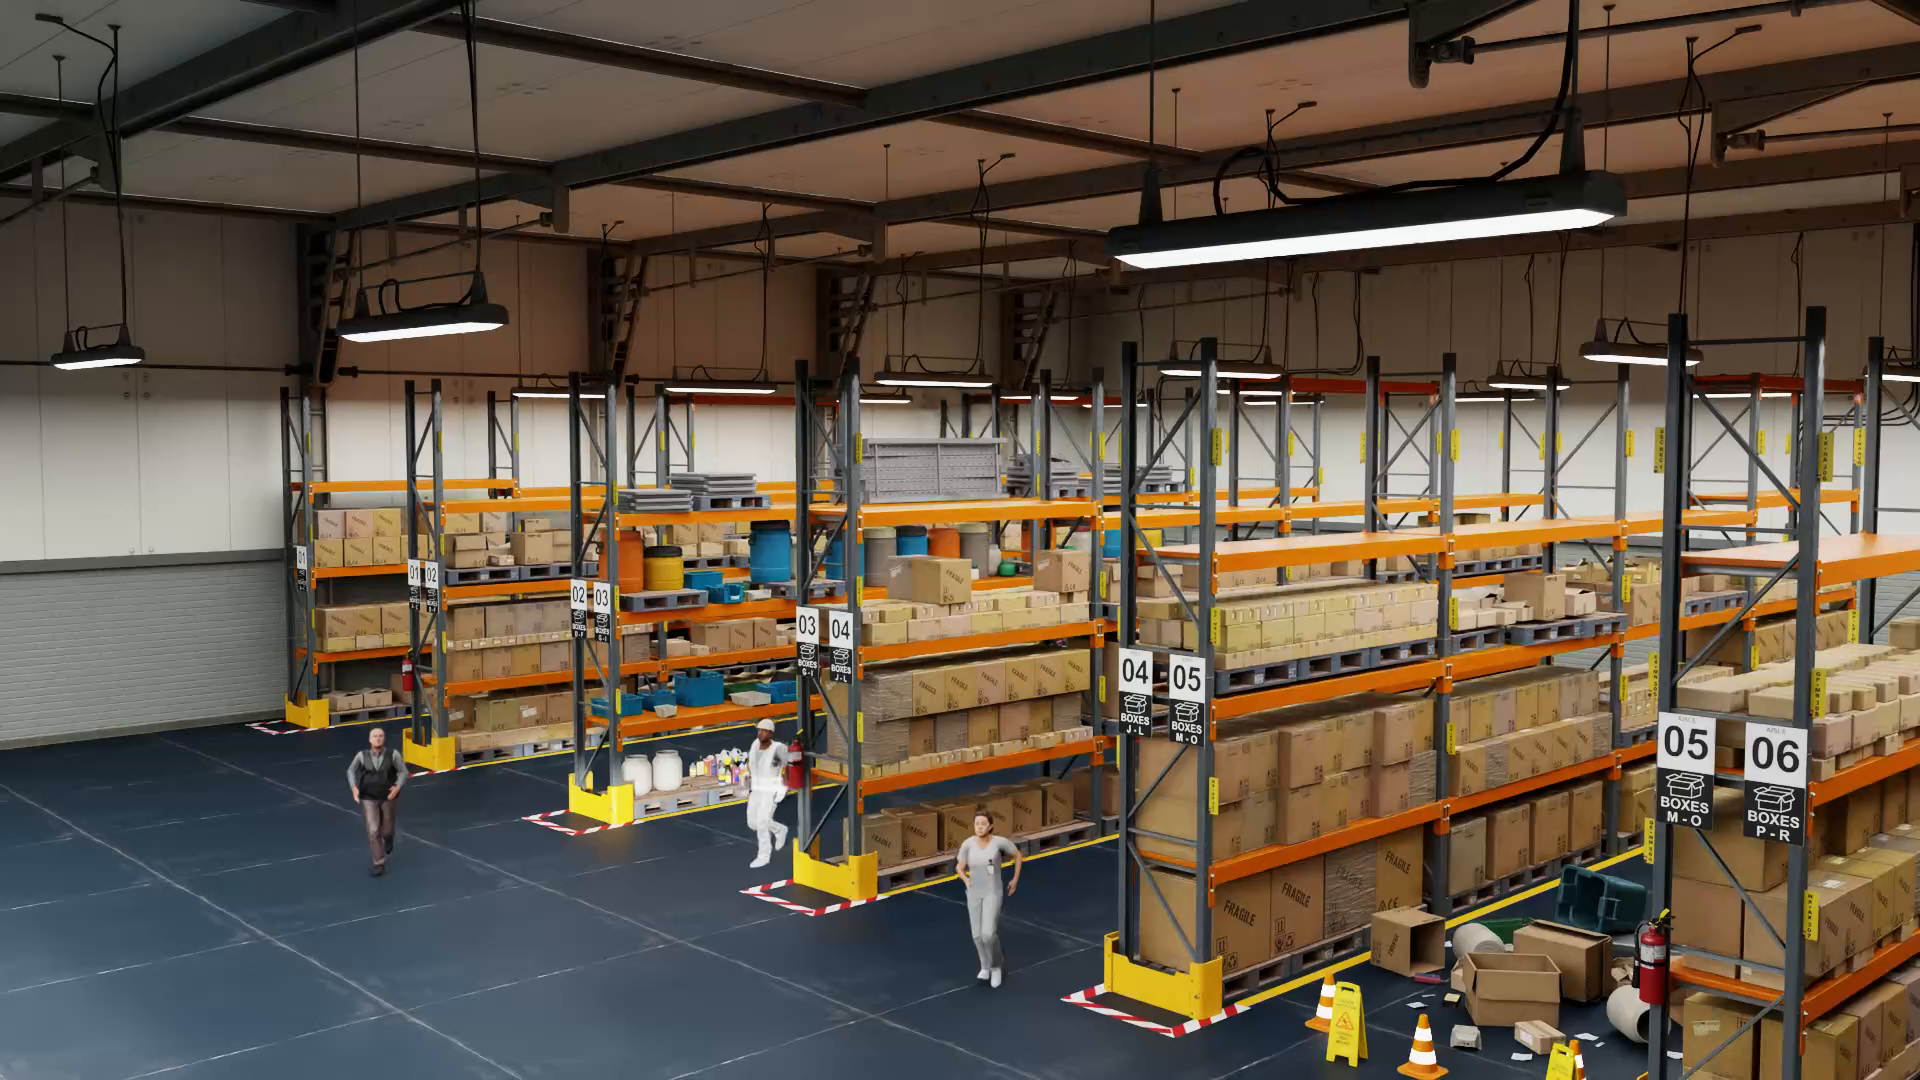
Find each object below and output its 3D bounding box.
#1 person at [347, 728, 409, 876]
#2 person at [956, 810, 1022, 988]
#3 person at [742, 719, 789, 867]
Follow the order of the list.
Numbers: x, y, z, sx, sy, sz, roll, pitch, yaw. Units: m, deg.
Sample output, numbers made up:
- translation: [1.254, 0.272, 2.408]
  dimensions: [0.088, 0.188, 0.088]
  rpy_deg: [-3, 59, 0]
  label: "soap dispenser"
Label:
- translation: [-6.894, 3.070, 19.702]
  dimensions: [0.697, 1.690, 0.847]
  rpy_deg: [-1, 4, -19]
  label: "person"
- translation: [0.246, 3.354, 15.516]
  dimensions: [0.581, 1.684, 0.667]
  rpy_deg: [1, 4, 16]
  label: "person"
- translation: [-2.304, 3.026, 20.046]
  dimensions: [0.718, 1.761, 0.641]
  rpy_deg: [3, 5, 41]
  label: "person"
